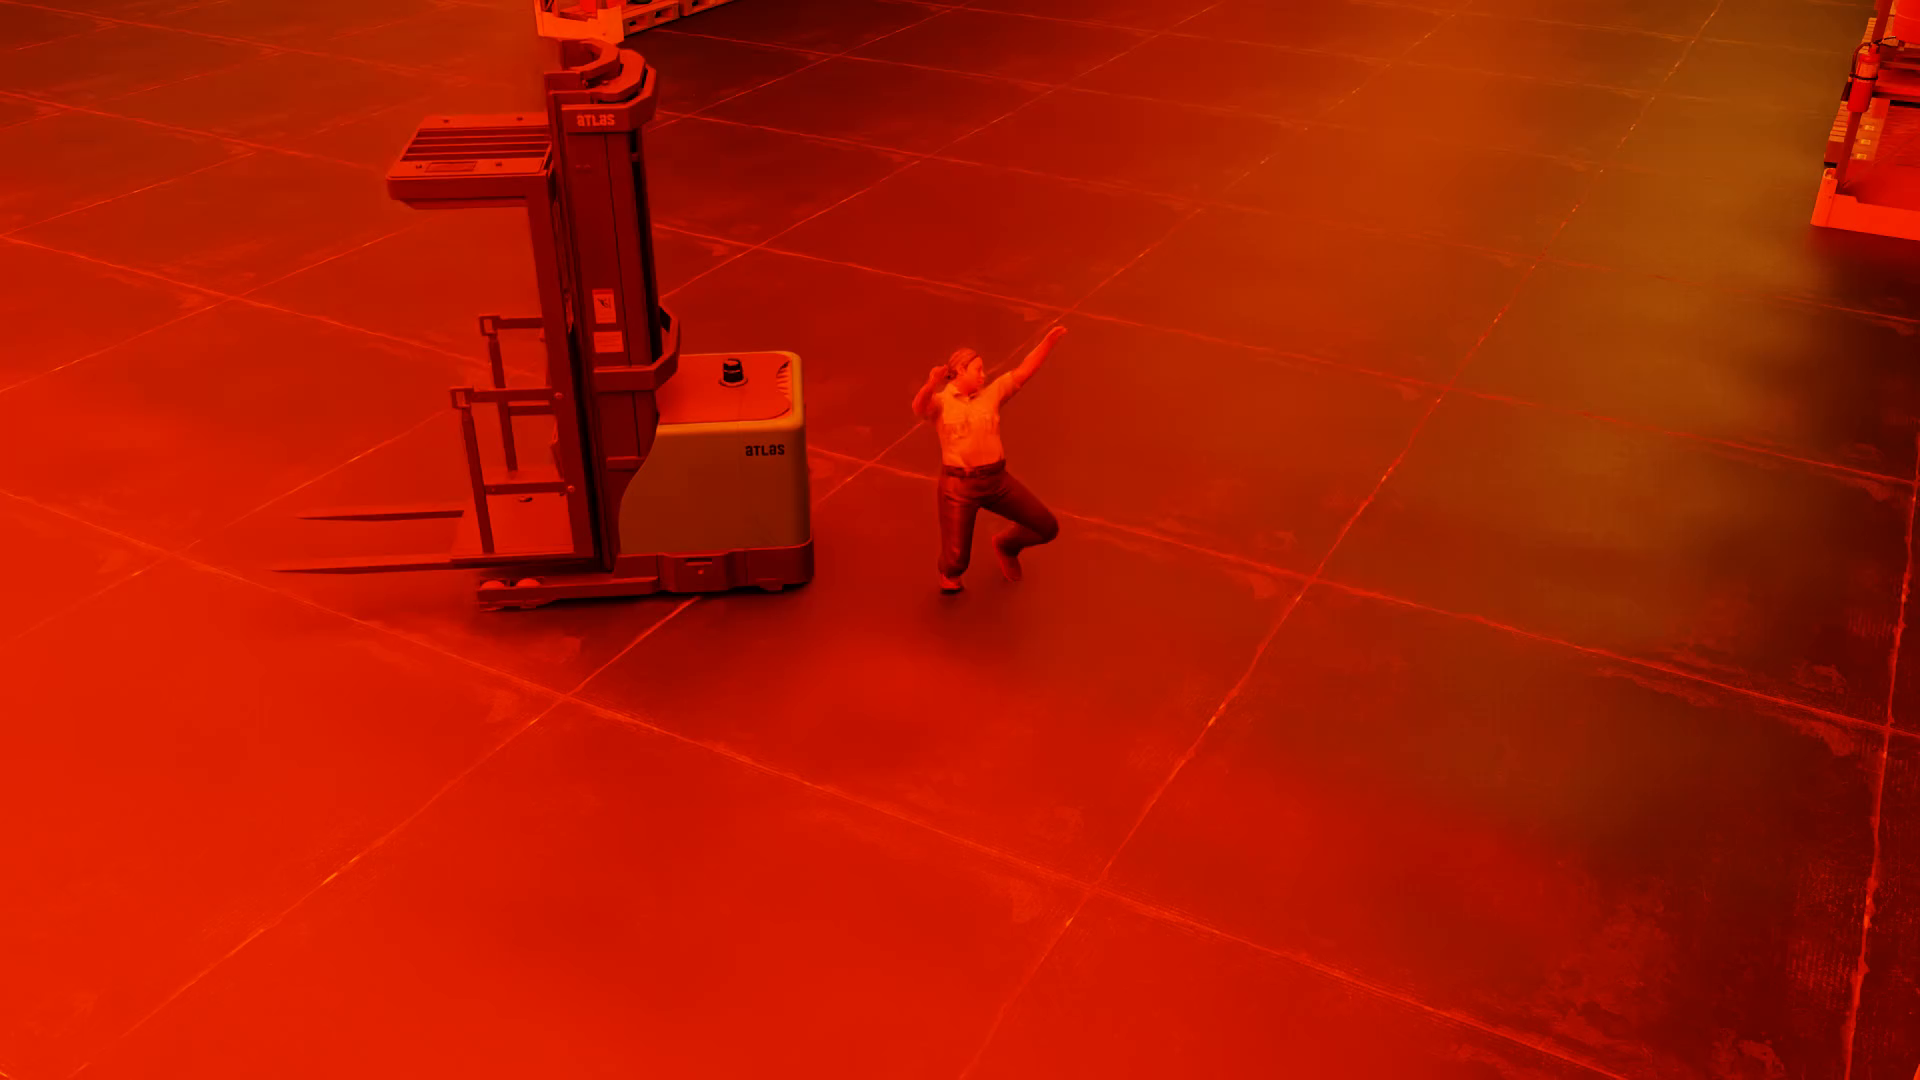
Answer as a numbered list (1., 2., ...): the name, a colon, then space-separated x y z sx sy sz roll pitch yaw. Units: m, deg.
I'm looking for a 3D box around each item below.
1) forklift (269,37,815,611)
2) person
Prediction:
1. forklift: -2.383 -1.151 9.065 3.031 2.935 1.130 -3 30 -5
2. person: 0.157 -0.413 9.203 0.897 1.545 0.710 -14 33 -22
